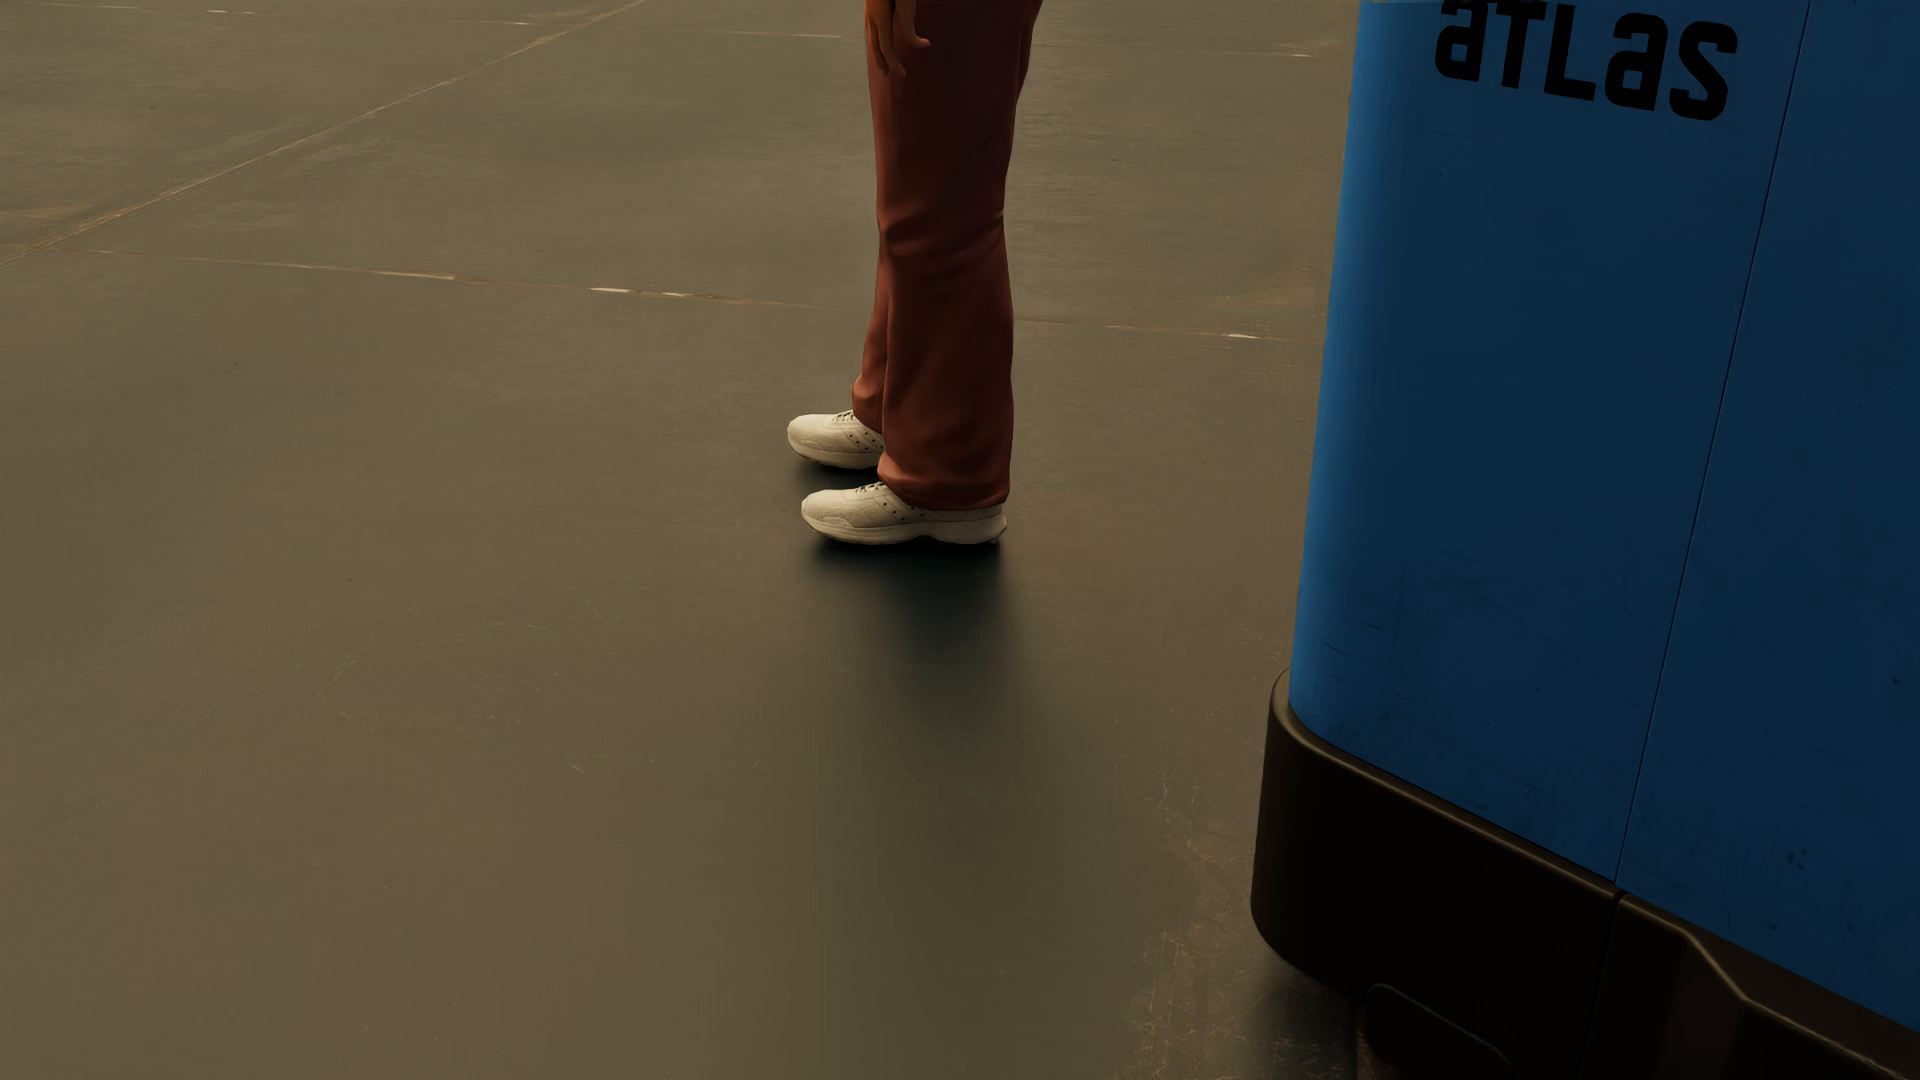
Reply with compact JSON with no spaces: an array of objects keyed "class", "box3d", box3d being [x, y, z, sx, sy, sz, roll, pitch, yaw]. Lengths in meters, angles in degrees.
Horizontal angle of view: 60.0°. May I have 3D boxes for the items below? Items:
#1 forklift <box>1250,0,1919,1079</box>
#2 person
[{"class":"forklift","box3d":[1.662,-0.548,0.333,1.130,2.935,3.031,-23,35,-38]},{"class":"person","box3d":[-0.070,-0.767,2.144,0.548,1.674,0.552,6,27,11]}]
